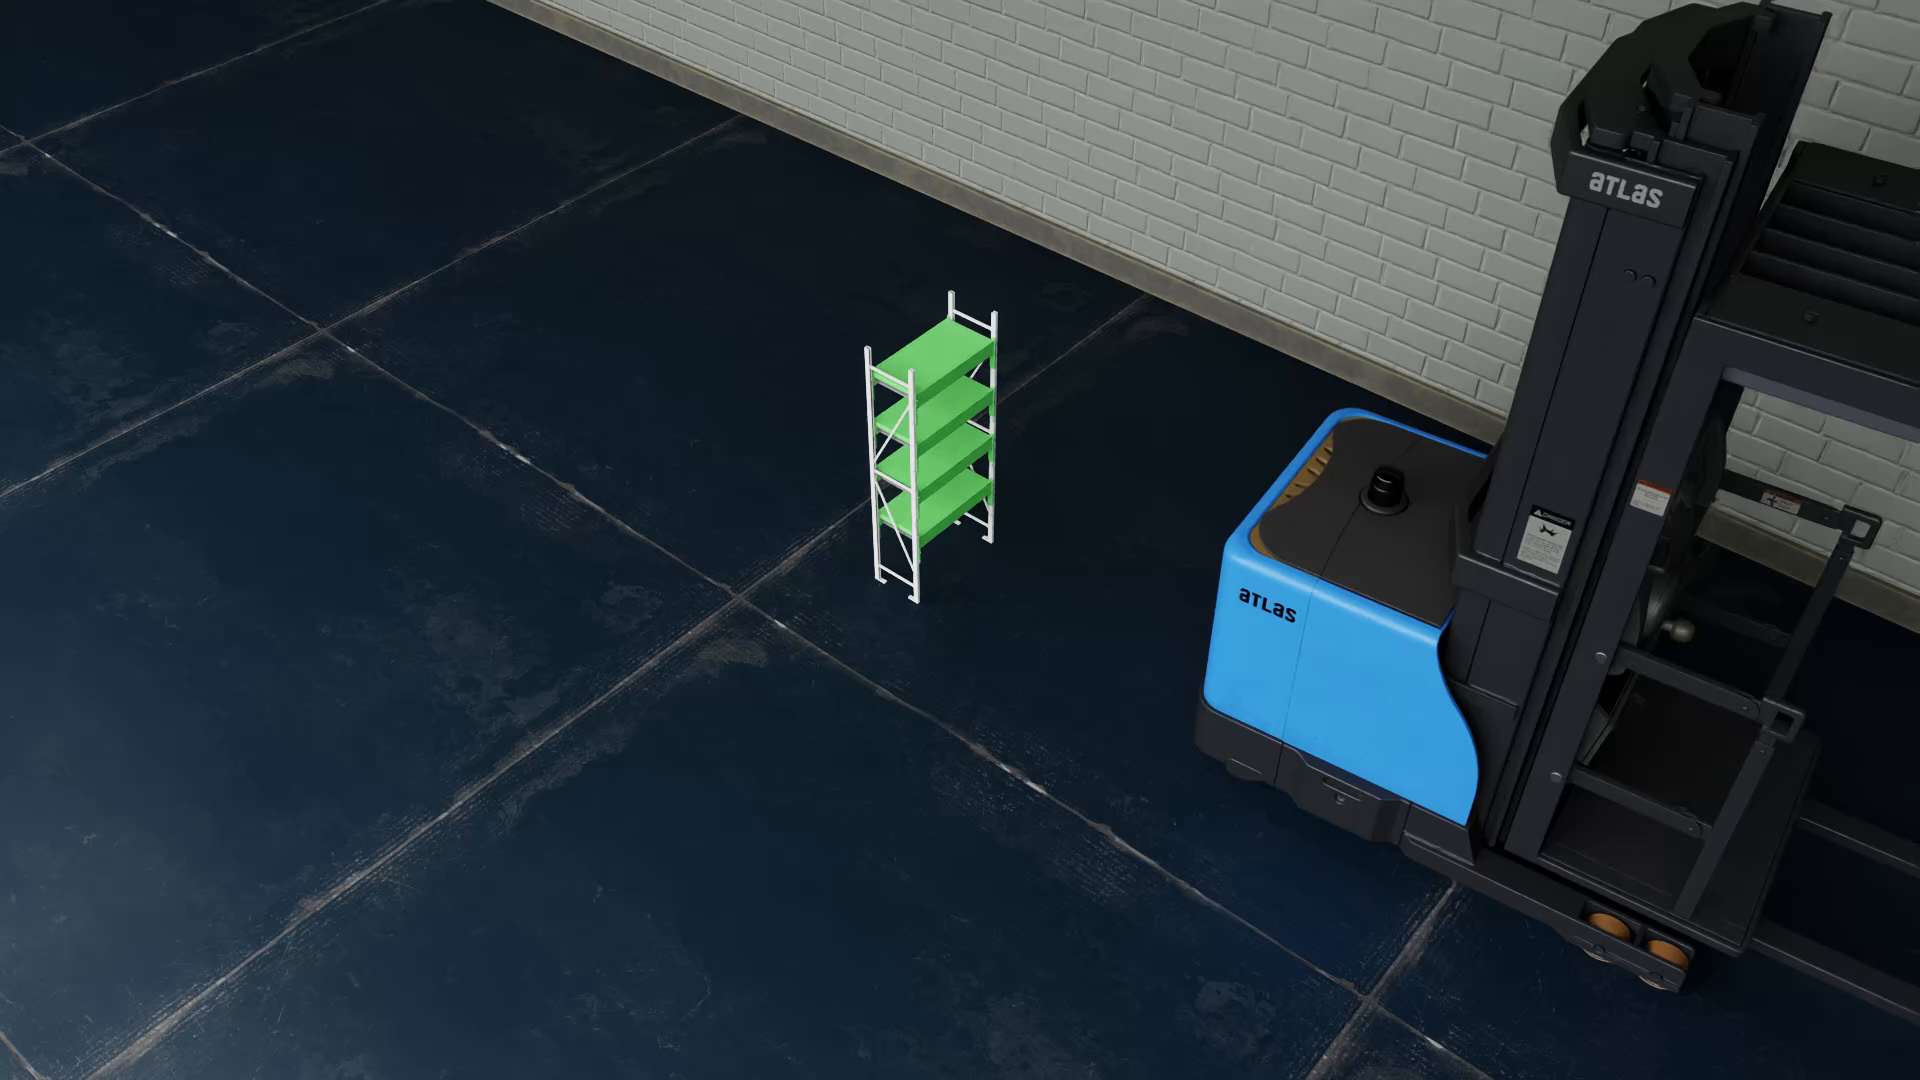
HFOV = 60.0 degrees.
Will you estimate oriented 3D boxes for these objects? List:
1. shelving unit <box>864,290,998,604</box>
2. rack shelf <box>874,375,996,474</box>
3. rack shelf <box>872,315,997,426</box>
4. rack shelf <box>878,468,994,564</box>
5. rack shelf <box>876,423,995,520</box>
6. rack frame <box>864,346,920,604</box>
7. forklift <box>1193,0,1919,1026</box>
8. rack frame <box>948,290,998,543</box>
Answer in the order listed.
[{"bbox_3d":[-0.107,-0.359,6.753,0.258,1.200,0.503,29,50,28],"label":"shelving unit"},{"bbox_3d":[-0.107,-0.489,6.634,0.258,0.148,0.480,29,50,28],"label":"rack shelf"},{"bbox_3d":[-0.107,-0.667,6.473,0.258,0.148,0.480,29,50,28],"label":"rack shelf"},{"bbox_3d":[-0.107,-0.134,6.957,0.258,0.148,0.480,29,50,28],"label":"rack shelf"},{"bbox_3d":[-0.107,-0.311,6.796,0.258,0.148,0.480,29,50,28],"label":"rack shelf"},{"bbox_3d":[-0.264,-0.233,6.614,0.240,1.200,0.015,29,50,28],"label":"rack frame"},{"bbox_3d":[2.395,0.012,5.058,3.031,2.935,1.130,24,48,24],"label":"forklift"},{"bbox_3d":[0.051,-0.484,6.891,0.240,1.200,0.015,29,50,28],"label":"rack frame"}]
